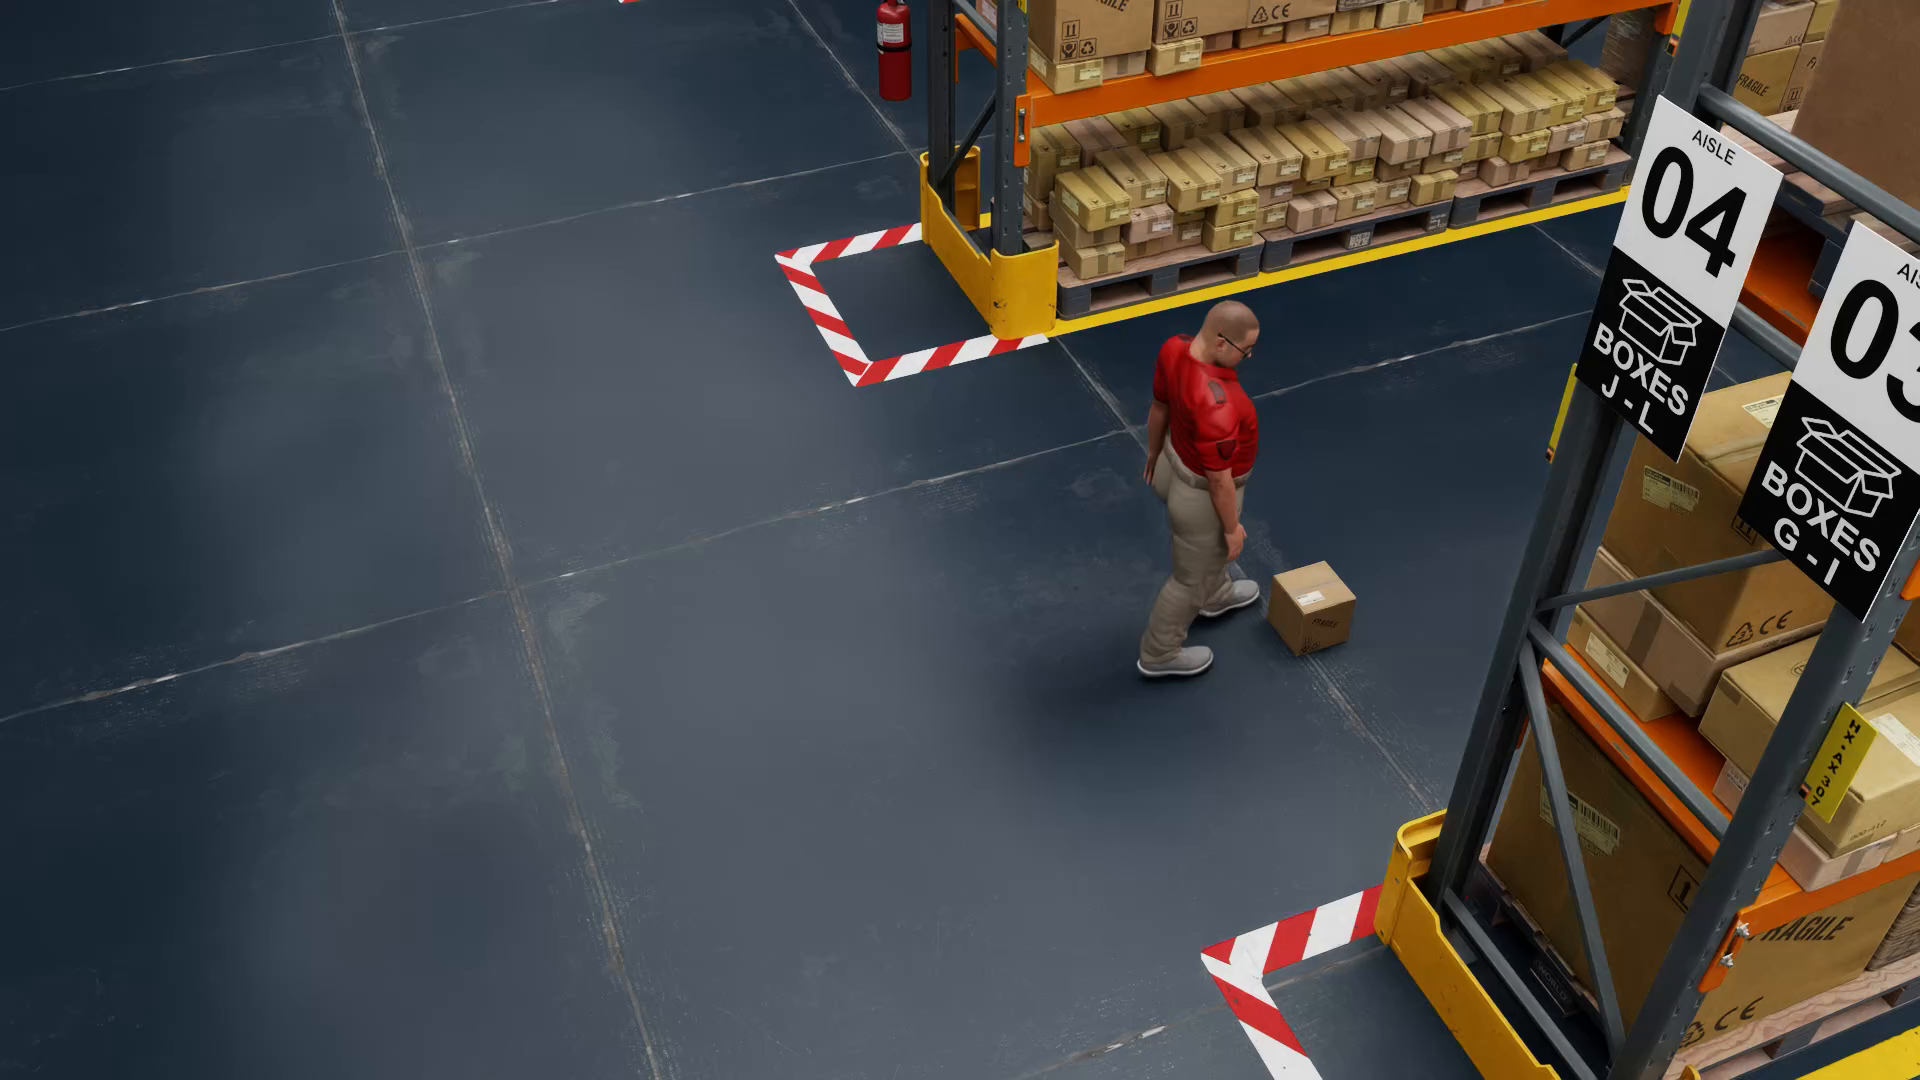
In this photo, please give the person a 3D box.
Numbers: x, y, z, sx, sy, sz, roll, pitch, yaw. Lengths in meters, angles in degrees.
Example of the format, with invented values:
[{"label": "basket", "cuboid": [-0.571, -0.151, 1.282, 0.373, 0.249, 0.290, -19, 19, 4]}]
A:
[{"label": "person", "cuboid": [1.028, -0.207, 6.385, 0.679, 1.709, 0.581, -11, 43, -12]}]
